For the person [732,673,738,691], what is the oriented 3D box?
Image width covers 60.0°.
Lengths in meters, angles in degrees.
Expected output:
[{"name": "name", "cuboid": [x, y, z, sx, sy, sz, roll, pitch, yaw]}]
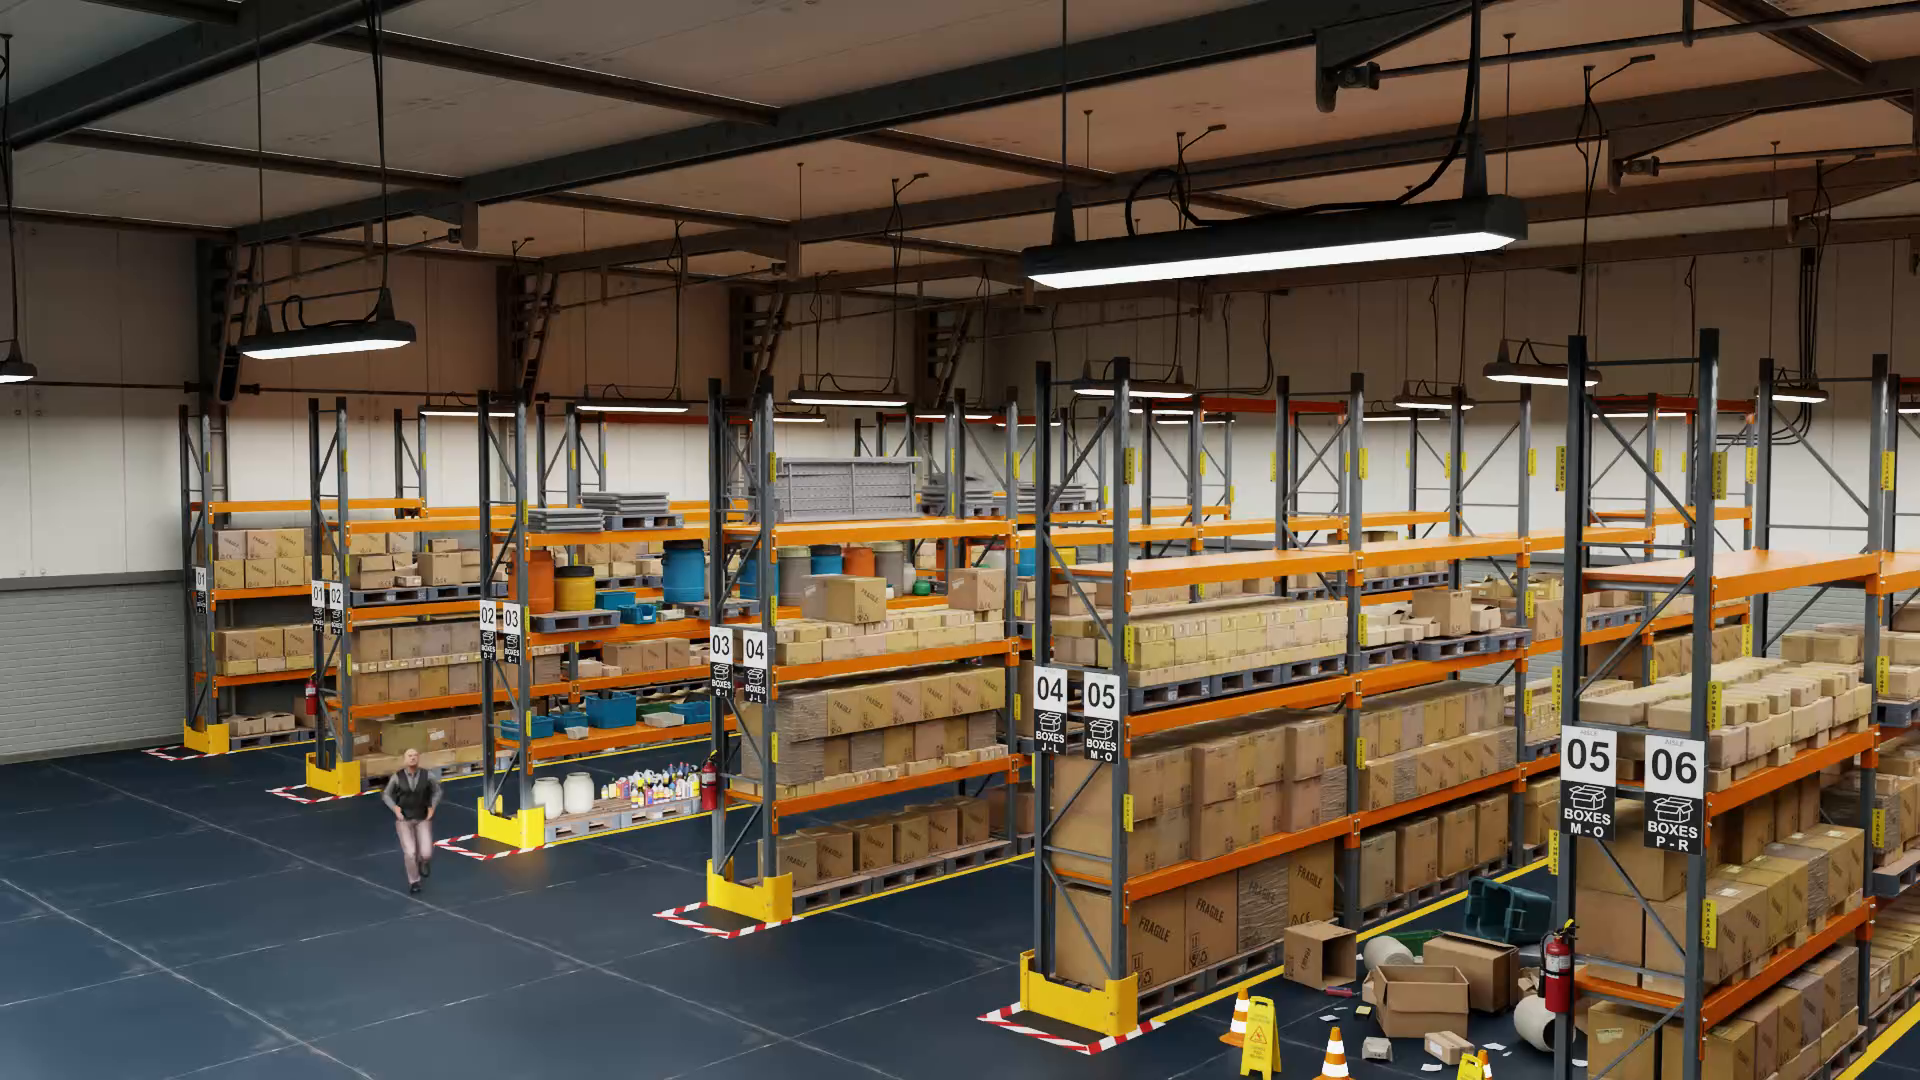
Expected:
[{"name": "person", "cuboid": [-4.516, 2.608, 32.906, 0.580, 1.685, 0.896, 2, 4, 38]}]

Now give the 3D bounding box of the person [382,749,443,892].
[{"name": "person", "cuboid": [-6.478, 3.306, 19.700, 0.695, 1.663, 0.581, -1, 3, -20]}]
